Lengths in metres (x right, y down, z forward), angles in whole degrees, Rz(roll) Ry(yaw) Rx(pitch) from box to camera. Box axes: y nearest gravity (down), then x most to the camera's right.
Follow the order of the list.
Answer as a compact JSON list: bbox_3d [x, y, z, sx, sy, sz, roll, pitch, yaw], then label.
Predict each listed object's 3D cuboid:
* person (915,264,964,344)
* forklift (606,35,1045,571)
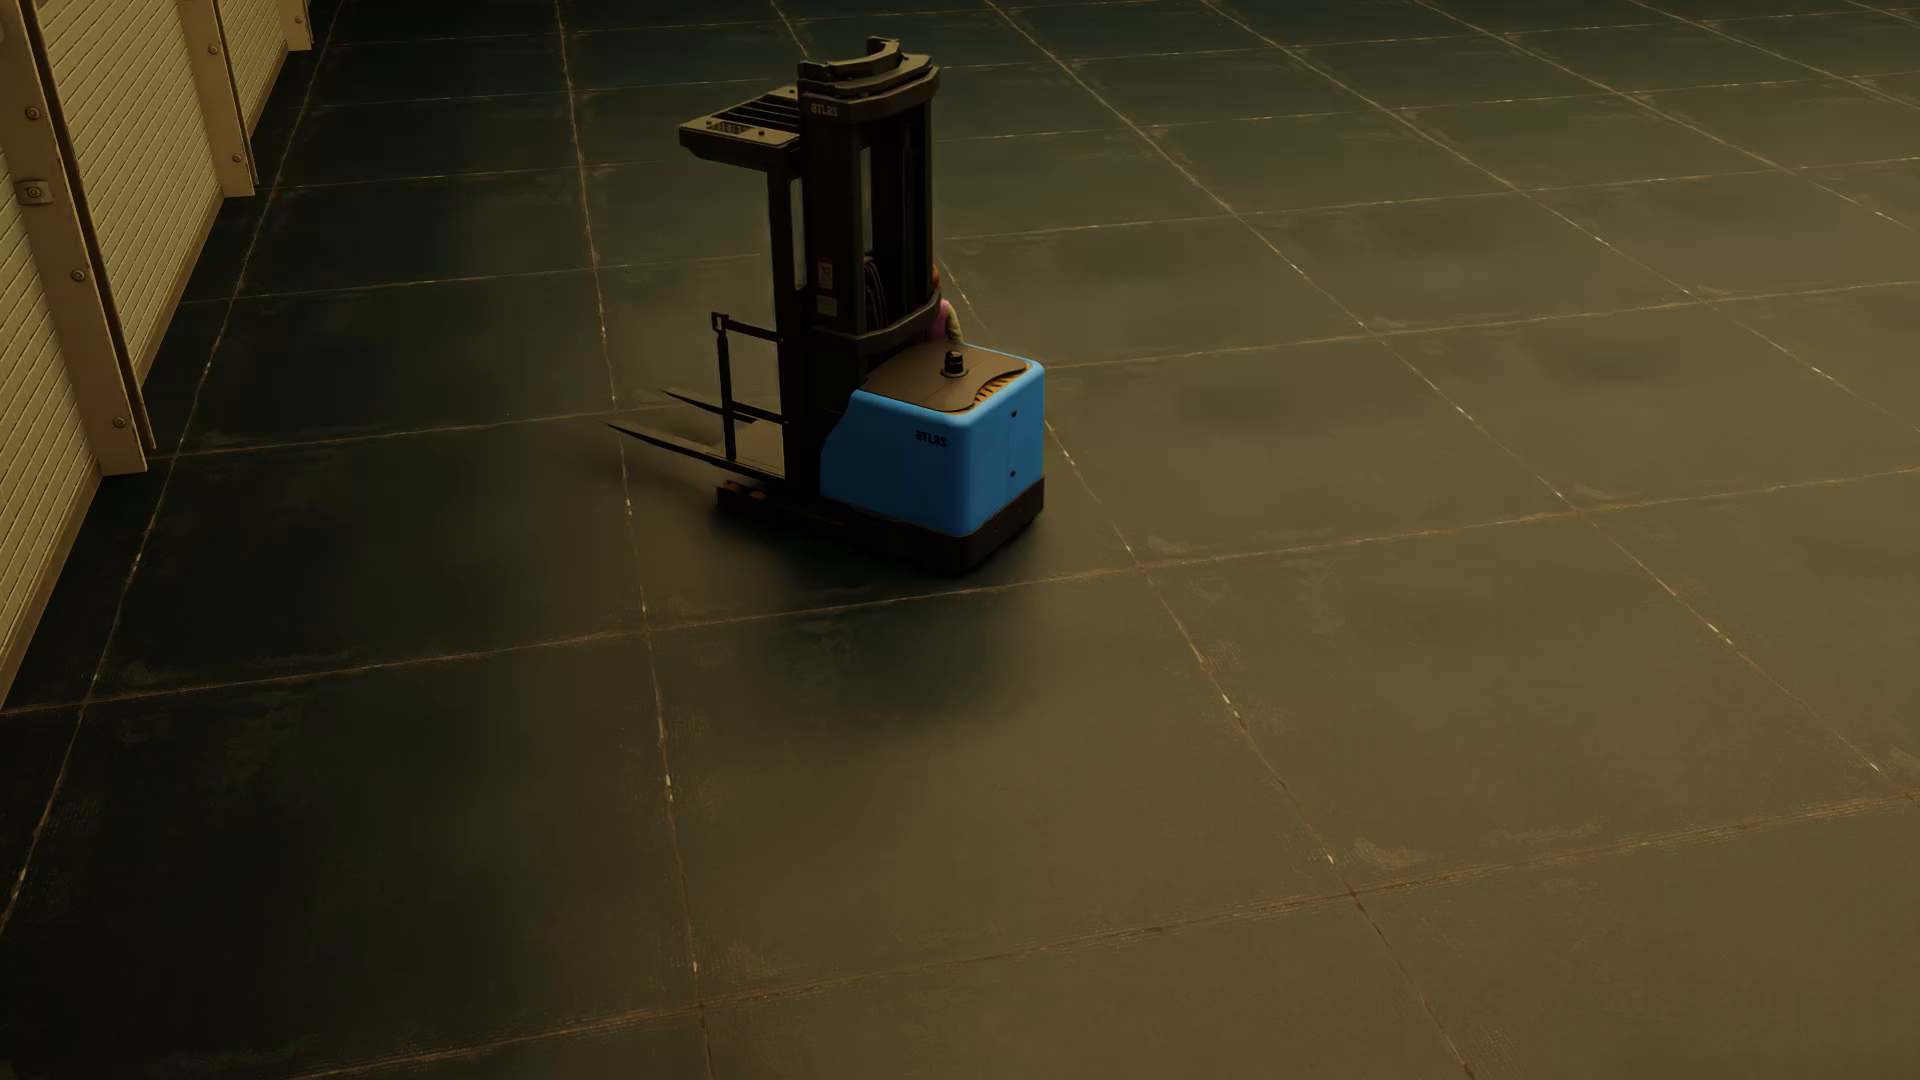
[{"bbox_3d":[-0.163,-1.135,10.885,0.589,1.511,0.862,4,30,7],"label":"person"},{"bbox_3d":[-0.982,-1.623,10.378,3.031,2.935,1.130,17,34,27],"label":"forklift"}]
